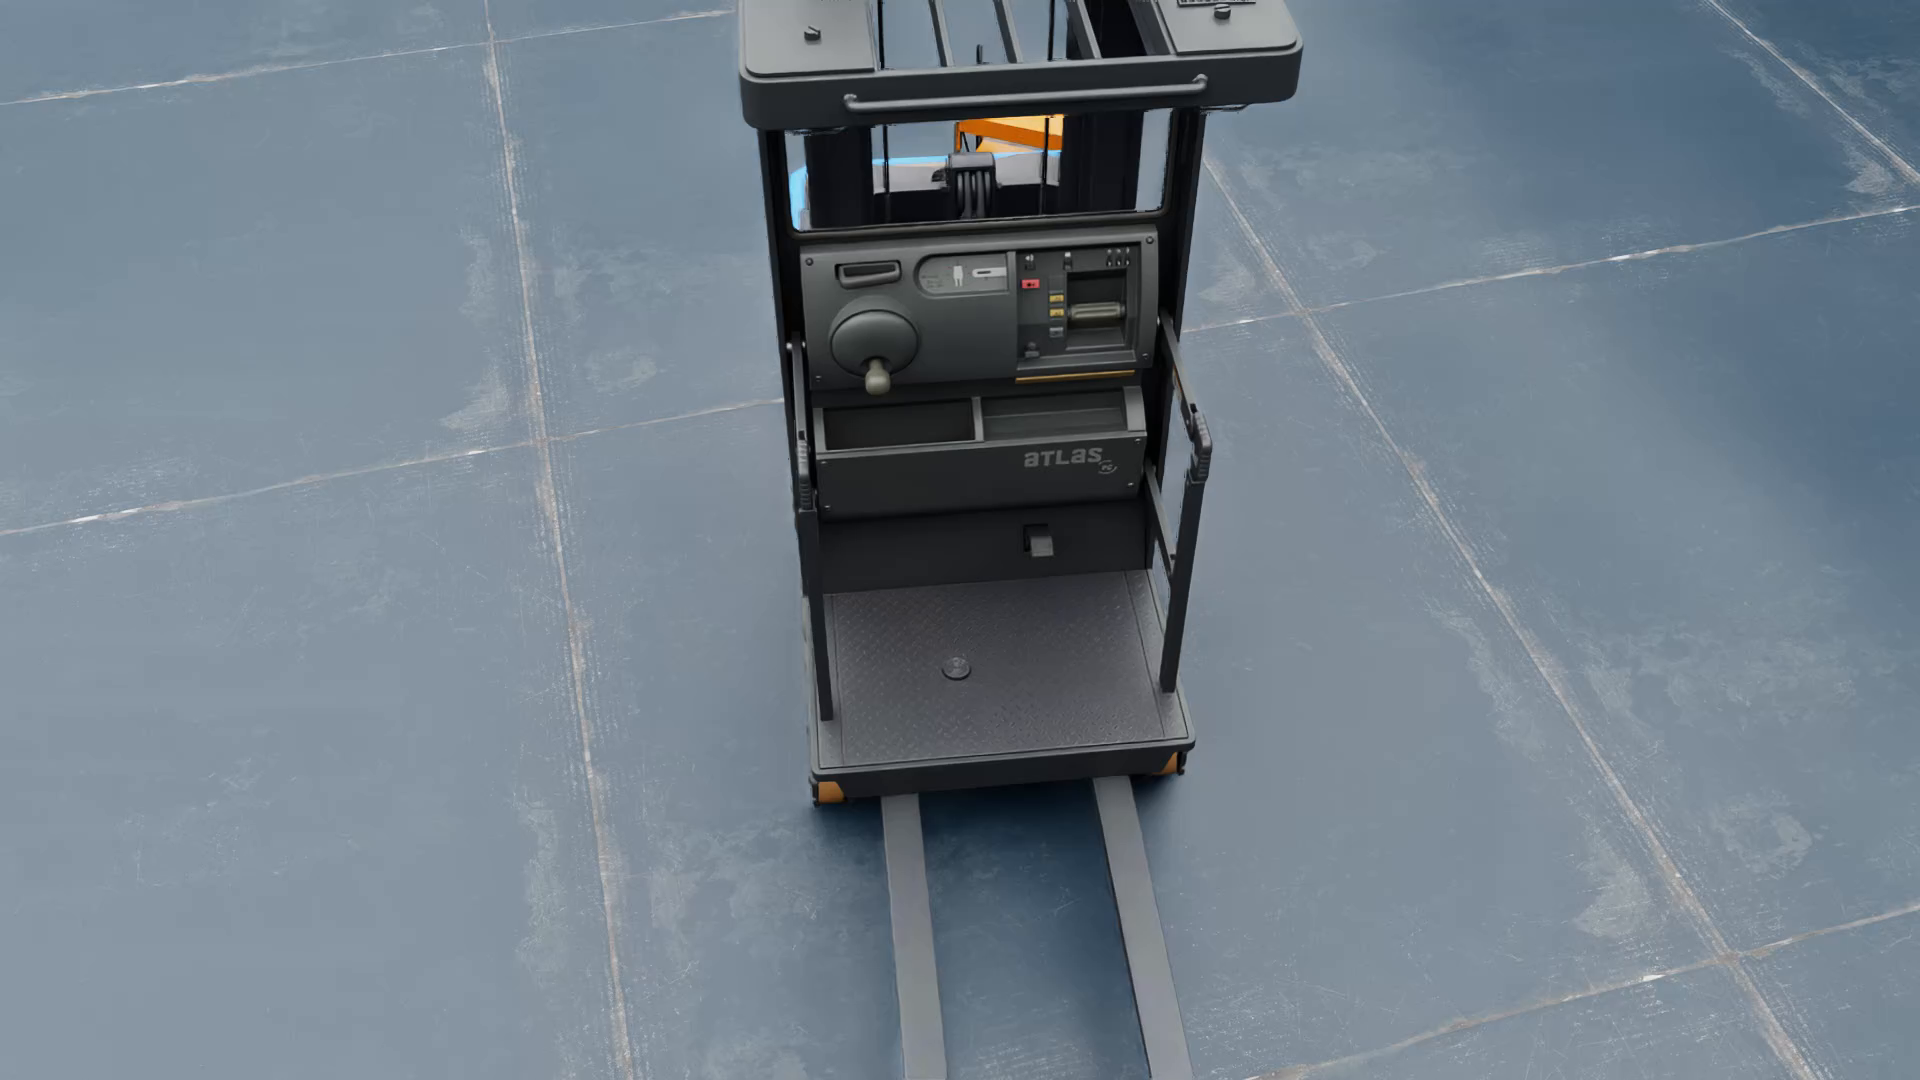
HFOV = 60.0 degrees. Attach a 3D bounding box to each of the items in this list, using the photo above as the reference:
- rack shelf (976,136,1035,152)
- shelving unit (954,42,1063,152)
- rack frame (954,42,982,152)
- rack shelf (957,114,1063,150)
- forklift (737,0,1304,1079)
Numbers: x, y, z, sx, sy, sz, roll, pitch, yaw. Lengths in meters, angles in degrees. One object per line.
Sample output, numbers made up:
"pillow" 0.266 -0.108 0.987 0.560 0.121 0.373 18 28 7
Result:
"rack shelf" 0.256 -1.271 5.936 0.480 0.148 0.258 15 47 14
"shelving unit" 0.256 -1.161 6.047 0.503 1.200 0.258 15 47 14
"rack frame" 0.028 -1.222 6.107 0.015 1.200 0.240 15 47 14
"rack shelf" 0.257 -1.437 5.767 0.480 0.148 0.258 15 47 14
"forklift" 0.081 -0.502 4.190 1.130 2.935 3.031 -4 46 -4
